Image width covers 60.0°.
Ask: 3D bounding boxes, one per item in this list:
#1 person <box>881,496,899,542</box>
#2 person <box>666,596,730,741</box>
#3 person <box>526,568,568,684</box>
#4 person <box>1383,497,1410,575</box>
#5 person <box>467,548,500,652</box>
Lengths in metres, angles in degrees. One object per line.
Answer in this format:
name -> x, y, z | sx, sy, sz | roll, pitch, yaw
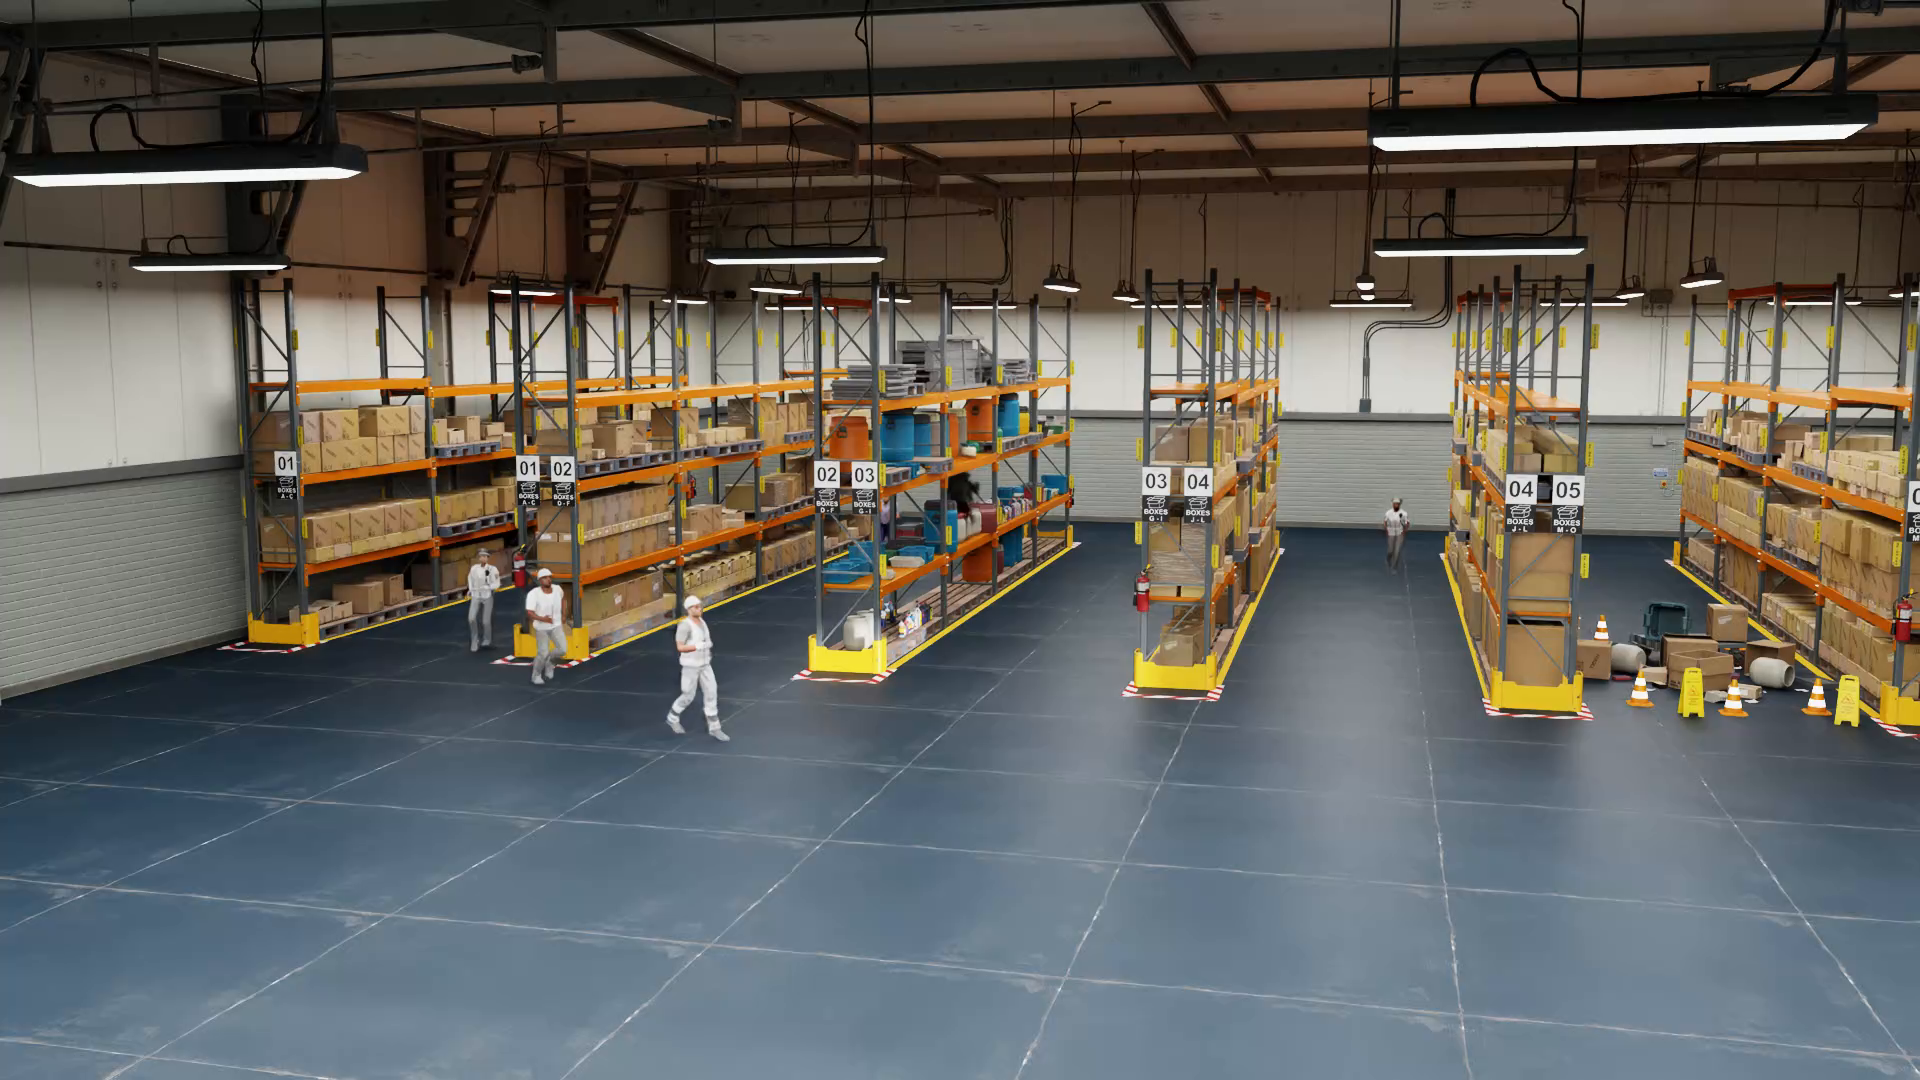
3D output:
person -> -1.658, -0.250, 37.156 | 0.620, 1.612, 0.813 | 1, 7, 9
person -> -3.316, 1.596, 20.805 | 0.915, 1.806, 0.627 | 4, 8, 32
person -> -5.952, 1.255, 24.112 | 0.721, 1.715, 0.744 | -6, 9, -40
person -> 9.384, -0.098, 35.766 | 0.570, 1.673, 0.591 | 2, 7, 17
person -> -7.714, 0.967, 26.921 | 0.593, 1.715, 0.683 | 0, 7, 0
